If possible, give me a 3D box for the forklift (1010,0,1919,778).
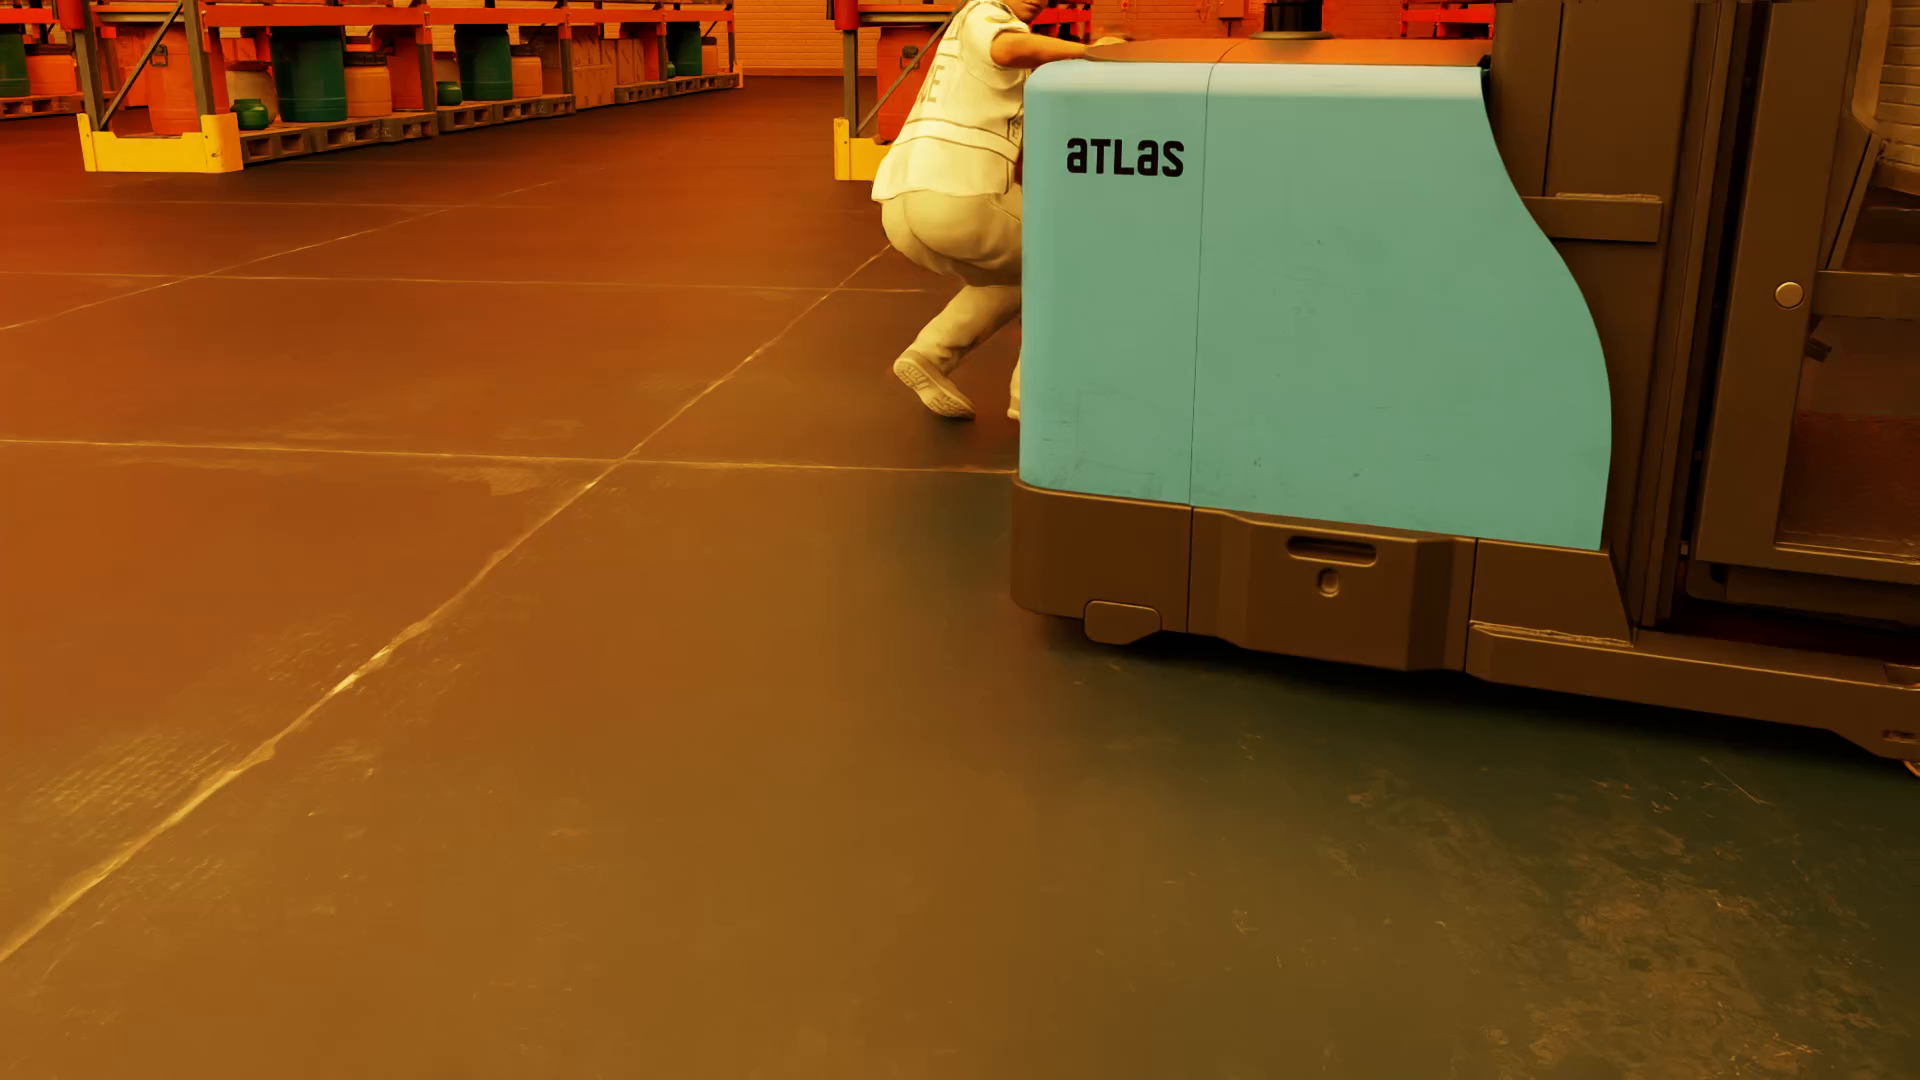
[{"bbox_3d":[1.665,-1.171,2.667,3.031,2.935,1.130,7,19,22],"label":"forklift"}]

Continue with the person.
[{"bbox_3d":[0.243,-1.008,4.742,0.922,1.399,0.730,-7,19,-21],"label":"person"}]
